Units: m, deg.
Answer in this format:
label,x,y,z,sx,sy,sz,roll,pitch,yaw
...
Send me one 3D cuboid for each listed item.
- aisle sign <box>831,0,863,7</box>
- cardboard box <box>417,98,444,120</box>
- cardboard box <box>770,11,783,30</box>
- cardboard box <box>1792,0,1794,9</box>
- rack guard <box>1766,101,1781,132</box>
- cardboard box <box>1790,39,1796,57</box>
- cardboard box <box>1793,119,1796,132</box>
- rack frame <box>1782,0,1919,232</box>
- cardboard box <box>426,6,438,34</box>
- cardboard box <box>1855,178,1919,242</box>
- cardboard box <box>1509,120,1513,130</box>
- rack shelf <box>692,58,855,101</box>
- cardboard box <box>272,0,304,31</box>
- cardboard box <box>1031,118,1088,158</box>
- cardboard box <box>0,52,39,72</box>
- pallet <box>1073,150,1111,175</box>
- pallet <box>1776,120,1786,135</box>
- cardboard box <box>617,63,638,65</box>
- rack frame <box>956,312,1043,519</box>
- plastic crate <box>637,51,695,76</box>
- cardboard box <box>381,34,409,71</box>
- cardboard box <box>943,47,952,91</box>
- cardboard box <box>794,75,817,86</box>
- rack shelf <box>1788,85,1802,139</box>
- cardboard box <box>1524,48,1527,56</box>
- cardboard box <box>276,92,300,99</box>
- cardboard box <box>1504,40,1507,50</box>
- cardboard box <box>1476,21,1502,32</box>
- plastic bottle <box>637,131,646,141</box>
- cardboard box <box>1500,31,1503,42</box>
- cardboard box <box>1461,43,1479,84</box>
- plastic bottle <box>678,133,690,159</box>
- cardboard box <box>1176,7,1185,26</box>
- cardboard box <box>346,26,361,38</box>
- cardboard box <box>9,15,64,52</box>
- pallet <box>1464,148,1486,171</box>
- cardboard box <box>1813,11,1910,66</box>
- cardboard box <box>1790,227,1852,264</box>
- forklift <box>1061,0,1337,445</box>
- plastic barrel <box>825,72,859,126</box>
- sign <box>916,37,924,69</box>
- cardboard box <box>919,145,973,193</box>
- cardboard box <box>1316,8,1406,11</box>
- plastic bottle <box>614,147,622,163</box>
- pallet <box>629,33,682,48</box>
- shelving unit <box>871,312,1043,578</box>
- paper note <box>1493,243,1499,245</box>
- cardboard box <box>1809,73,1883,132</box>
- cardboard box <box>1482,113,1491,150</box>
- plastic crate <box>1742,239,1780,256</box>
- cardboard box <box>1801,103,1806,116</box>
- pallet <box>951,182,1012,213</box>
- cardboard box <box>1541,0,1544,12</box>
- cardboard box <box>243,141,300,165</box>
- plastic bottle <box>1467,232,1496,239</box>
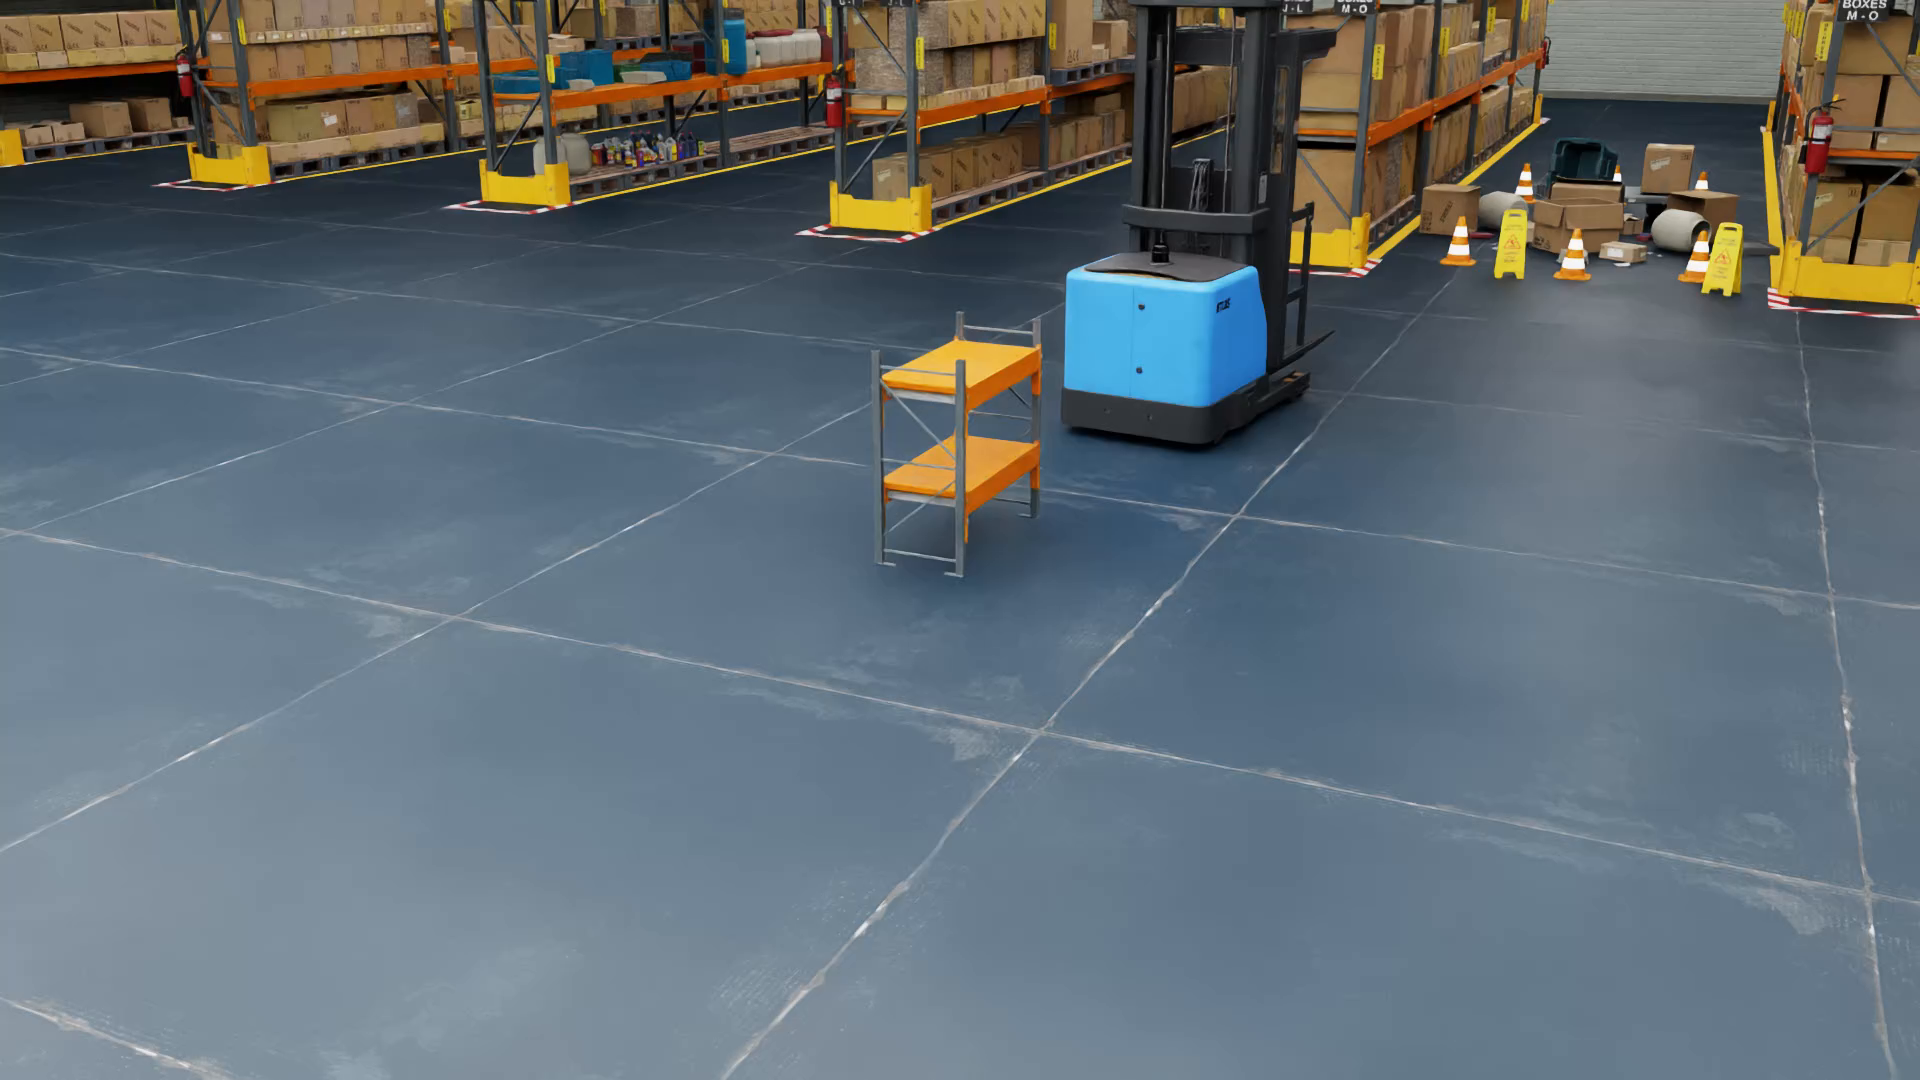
label,x,y,z,sx,sy,sz,roll,pitch,yaw
aisle sign,-1.237,-6.221,18.106,0.394,0.787,0.004,9,21,23
cardboard box,-8.432,-6.887,26.498,0.500,0.311,0.500,9,21,23
cardboard box,-3.982,-10.634,34.244,0.500,0.500,0.500,8,21,22
cardboard box,13.586,-8.446,26.601,0.500,0.500,0.500,9,21,23
rack guard,14.665,-7.335,28.848,1.175,0.500,0.348,9,21,23
cardboard box,11.956,-6.883,23.325,0.500,0.250,0.500,8,21,21
cardboard box,12.474,-6.002,23.913,0.875,0.875,0.875,9,22,24
rack frame,9.741,-4.837,18.094,1.000,3.000,0.127,9,21,23
cardboard box,-10.359,-10.079,32.211,0.500,0.500,0.500,8,21,22
cardboard box,8.695,-3.086,15.528,0.500,0.500,0.500,8,21,21
cardboard box,8.902,-6.853,27.390,0.380,0.149,0.250,8,21,20
rack shelf,-2.999,-7.149,25.668,1.077,0.370,4.000,9,21,23
cardboard box,-9.539,-7.312,22.966,0.700,0.500,0.500,8,21,21
cardboard box,1.413,-5.726,23.666,0.700,0.500,0.500,7,21,18
cardboard box,-14.005,-7.058,24.531,0.500,0.250,0.500,8,21,21
pallet,1.516,-5.496,24.107,1.003,0.211,1.213,9,21,23
pallet,14.399,-6.937,28.159,1.003,0.211,1.213,9,21,23
cardboard box,-6.095,-8.812,31.226,0.500,0.250,0.500,8,21,22
rack frame,0.211,-0.687,9.223,0.500,1.125,0.032,9,21,23
plastic crate,-4.149,-6.705,23.438,0.767,0.338,0.504,9,21,23
cardboard box,-8.722,-7.306,24.886,0.700,0.500,0.500,8,21,22
cardboard box,-0.592,-5.495,19.351,0.875,0.500,0.500,9,21,23
cardboard box,-3.420,-10.055,35.840,0.500,0.500,0.500,9,21,23
rack shelf,10.560,-5.110,19.934,1.077,0.370,4.000,9,21,23
cardboard box,9.369,-8.264,28.104,0.380,0.149,0.250,10,22,25
cardboard box,-12.159,-7.808,29.522,0.700,0.500,0.500,9,21,23
cardboard box,8.372,-7.783,26.124,0.380,0.149,0.250,9,21,23
cardboard box,8.046,-7.826,25.357,0.380,0.149,0.250,8,21,21
plastic bottle,-4.528,-5.646,23.665,0.144,0.351,0.185,9,22,24
cardboard box,8.158,-7.762,25.621,0.380,0.149,0.250,8,21,21
cardboard box,6.677,-6.429,22.420,0.500,0.500,0.500,9,21,23
plastic bottle,-3.898,-5.541,23.369,0.144,0.351,0.185,7,21,20
cardboard box,3.190,-8.566,26.931,0.797,0.503,0.637,9,22,24
cardboard box,-8.879,-7.328,23.981,0.380,0.149,0.250,9,22,24
cardboard box,-13.813,-7.560,24.824,0.500,0.500,0.500,9,21,23
pallet,7.143,-5.633,24.494,1.003,0.211,1.213,9,21,23
cardboard box,8.327,-4.613,15.377,0.700,0.500,0.500,9,21,23
cardboard box,8.199,-2.808,15.865,0.500,0.250,0.500,8,21,22
forklift,1.847,-2.428,11.422,1.130,2.935,3.031,11,22,29
plastic barrel,-1.996,-7.427,27.987,0.600,0.830,0.708,9,21,23
sign,-0.443,-5.308,18.125,0.100,0.325,0.005,9,21,23
cardboard box,-0.180,-4.559,20.416,0.500,0.500,0.500,11,22,28
cardboard box,4.326,-5.464,18.020,0.875,0.550,0.500,9,21,23
plastic bottle,-4.727,-5.328,22.993,0.097,0.201,0.097,0,20,0
pallet,-5.906,-9.285,30.887,1.003,0.211,1.213,9,21,23
shelving unit,0.003,-0.532,8.786,0.538,1.125,1.048,9,21,23
paper note,5.778,-3.195,17.937,0.123,0.001,0.032,-14,24,-33
cardboard box,8.074,-4.006,15.162,0.500,0.500,0.500,8,21,22
cardboard box,7.547,-6.064,24.647,0.500,0.500,0.500,9,21,23
plastic crate,8.350,-3.094,17.550,0.402,0.080,0.583,1,20,4
cardboard box,9.320,-4.667,17.989,0.380,0.149,0.250,8,21,22
pallet,-0.041,-4.299,20.741,1.003,0.211,1.213,9,21,23
cardboard box,9.930,-9.483,29.073,0.500,0.500,0.500,8,21,21
cardboard box,-9.551,-5.370,23.070,0.500,0.250,0.500,9,21,23
plastic bottle,5.745,-3.355,18.313,0.283,0.061,0.133,1,20,4
